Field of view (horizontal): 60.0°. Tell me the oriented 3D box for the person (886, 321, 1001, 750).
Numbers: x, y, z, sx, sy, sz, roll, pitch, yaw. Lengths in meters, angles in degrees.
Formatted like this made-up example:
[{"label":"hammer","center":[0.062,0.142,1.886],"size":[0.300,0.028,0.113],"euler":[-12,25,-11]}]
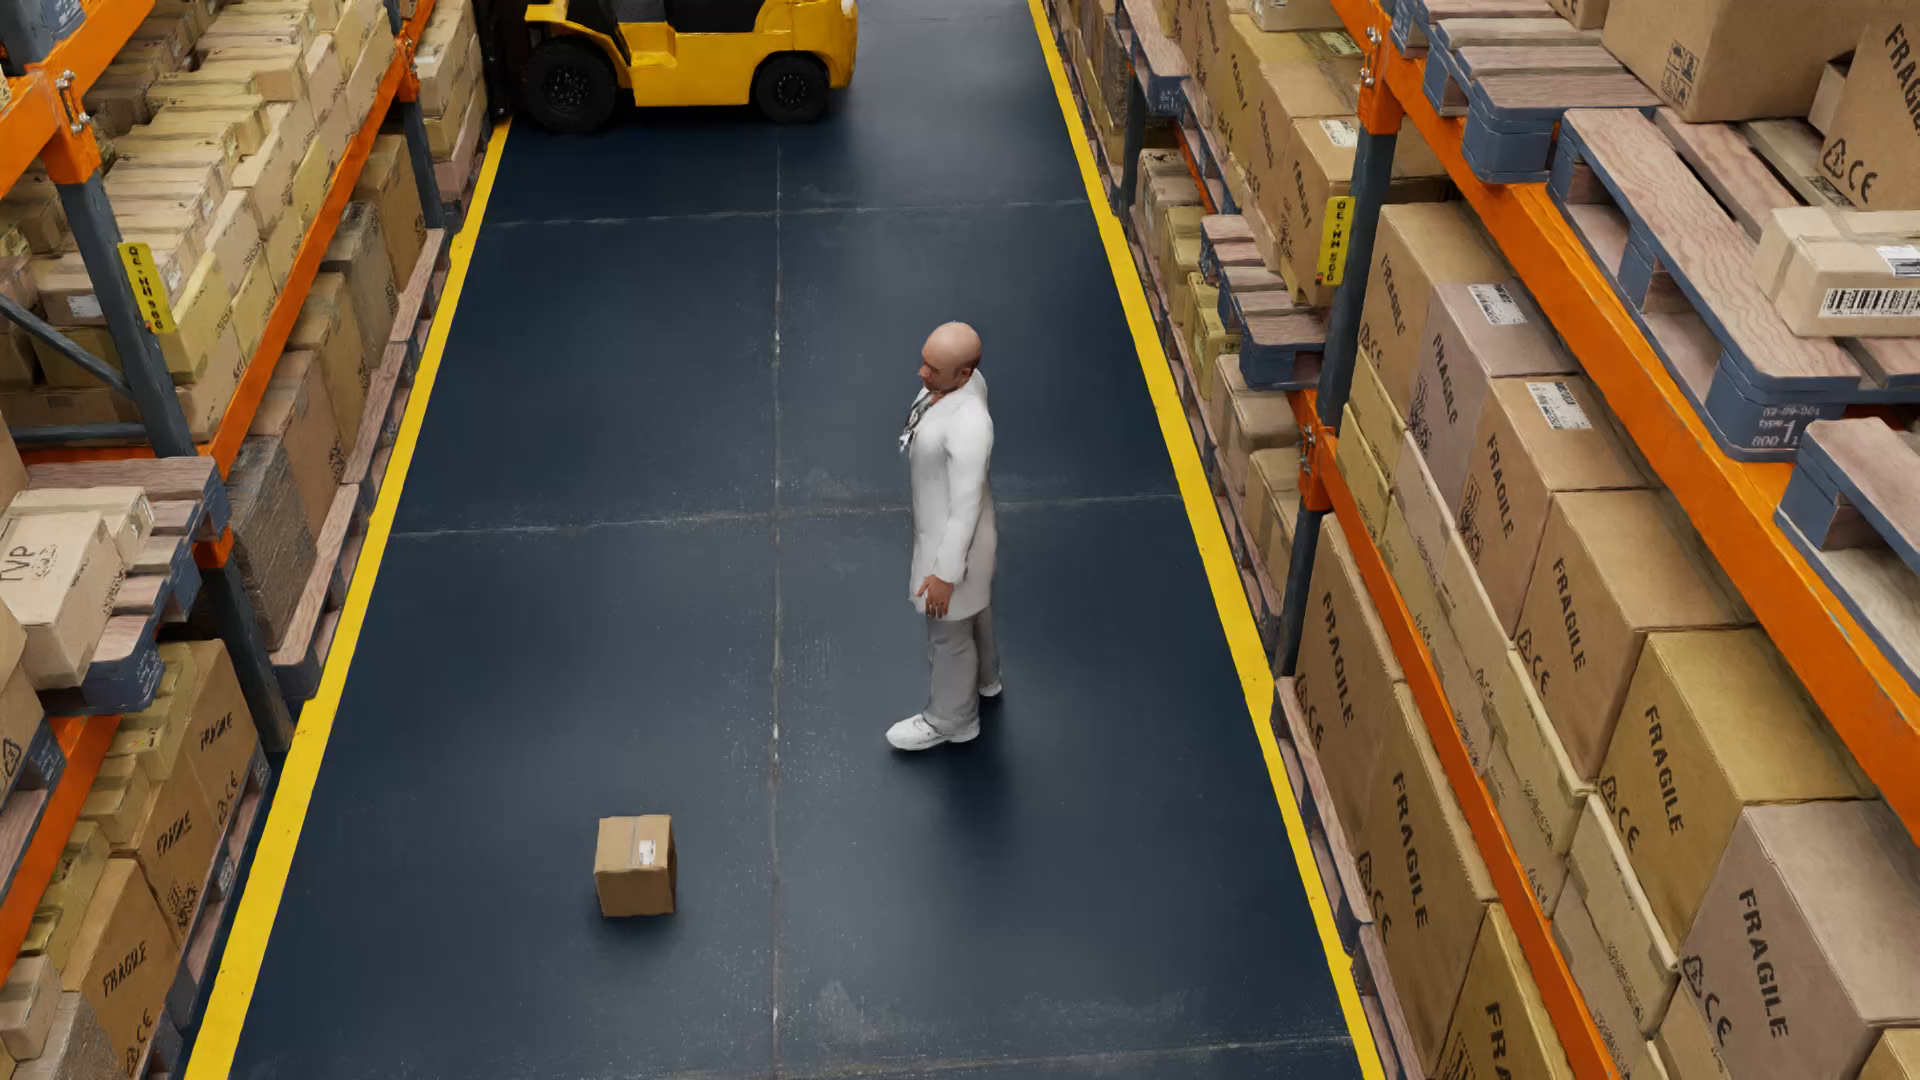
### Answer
[{"label":"person","center":[-0.062,0.030,6.167],"size":[0.460,1.676,0.681],"euler":[-1,39,-1]}]
